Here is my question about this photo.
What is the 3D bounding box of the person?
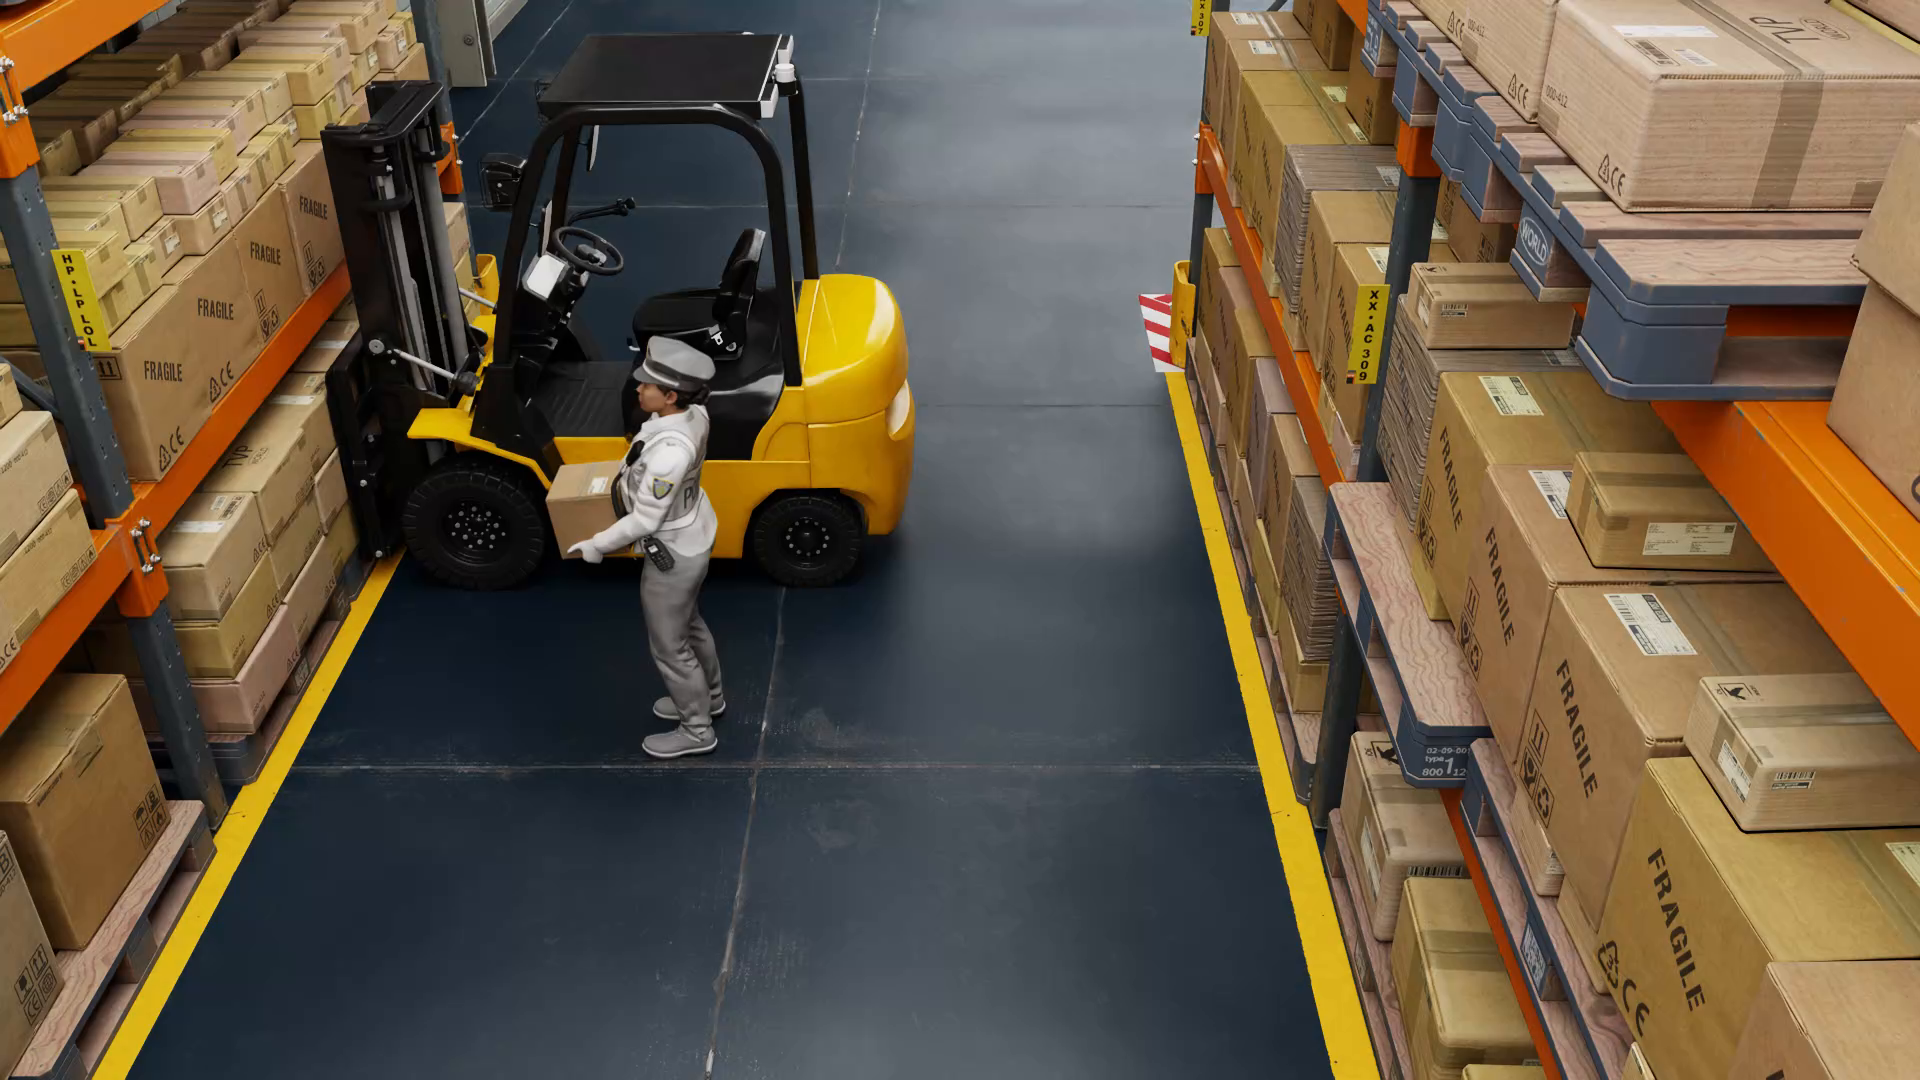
[{"bbox_3d":[-1.115,0.031,6.063,0.560,1.686,0.459,0,32,1],"label":"person"}]
